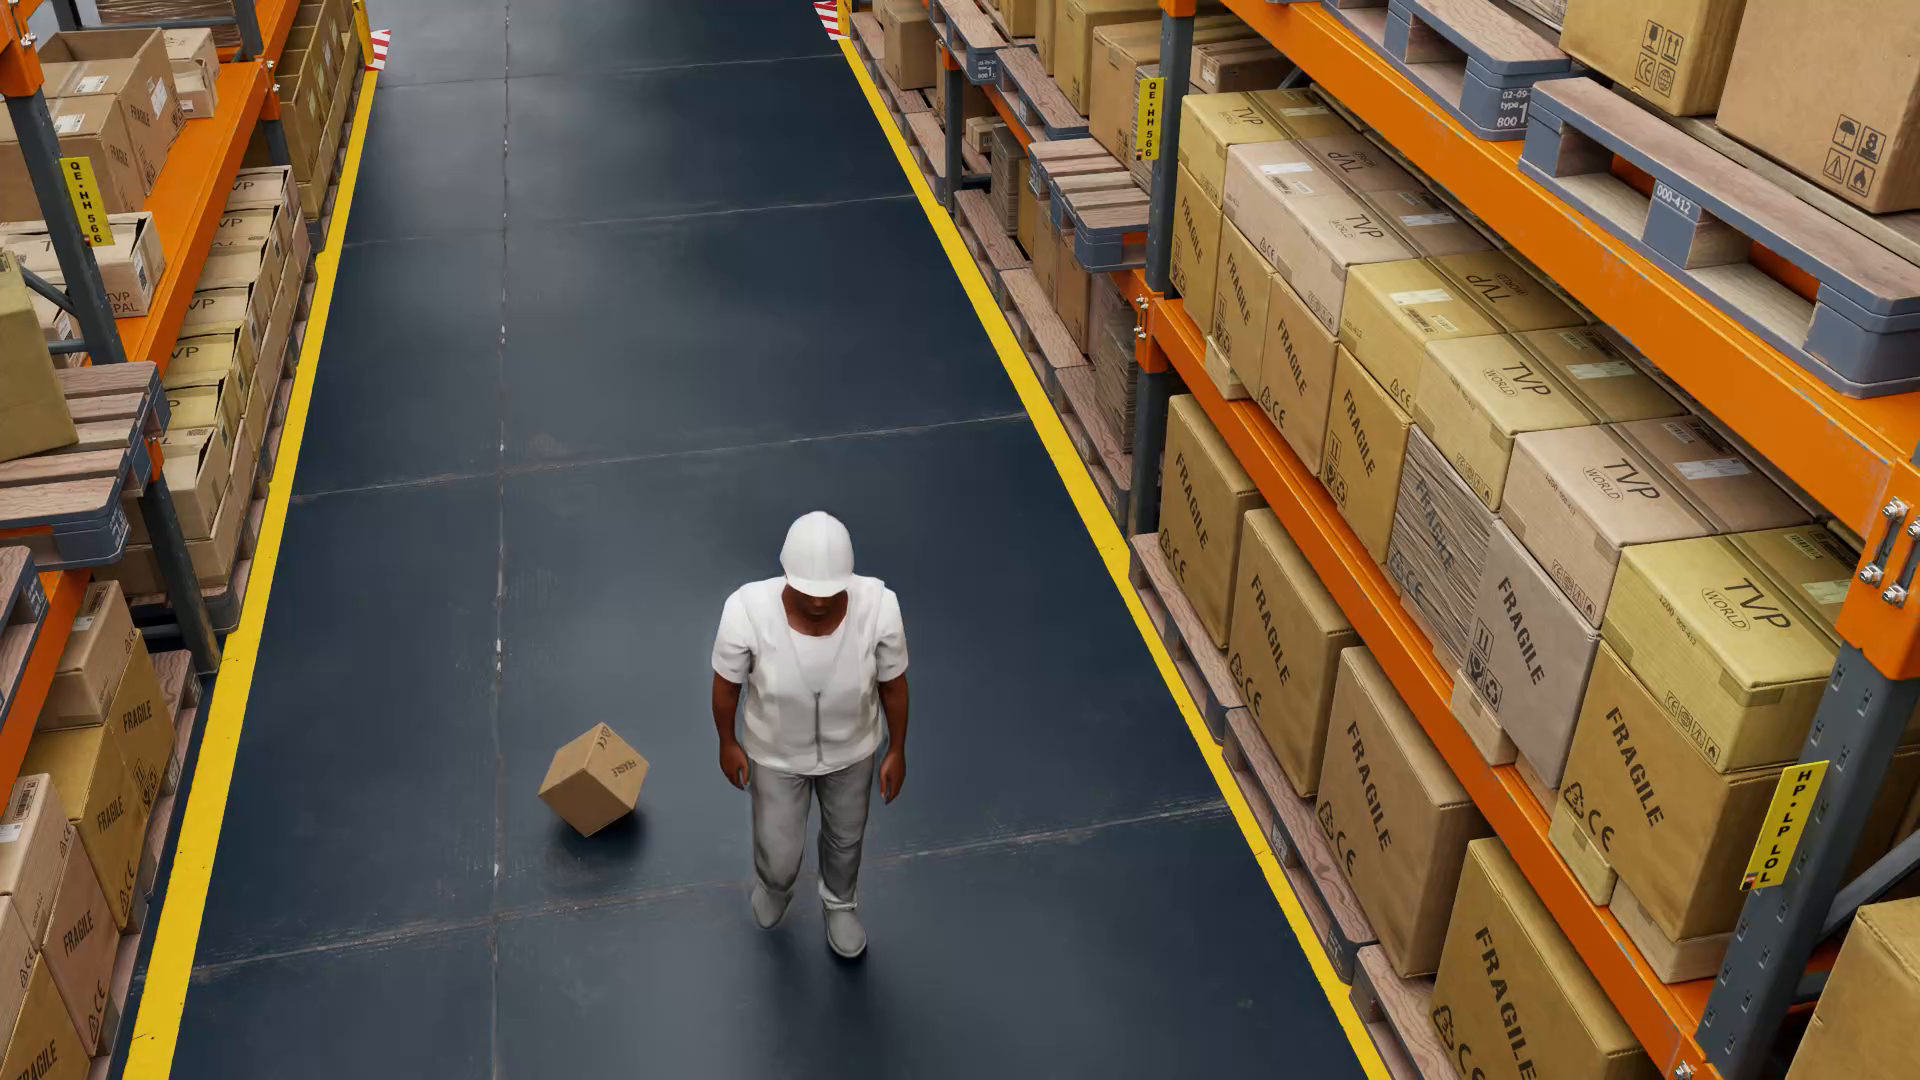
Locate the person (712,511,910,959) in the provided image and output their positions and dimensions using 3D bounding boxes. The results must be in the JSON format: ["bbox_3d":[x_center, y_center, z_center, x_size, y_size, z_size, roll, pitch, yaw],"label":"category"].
[{"bbox_3d":[-0.451,0.622,5.146,0.594,1.757,0.535,-8,35,-11],"label":"person"}]
